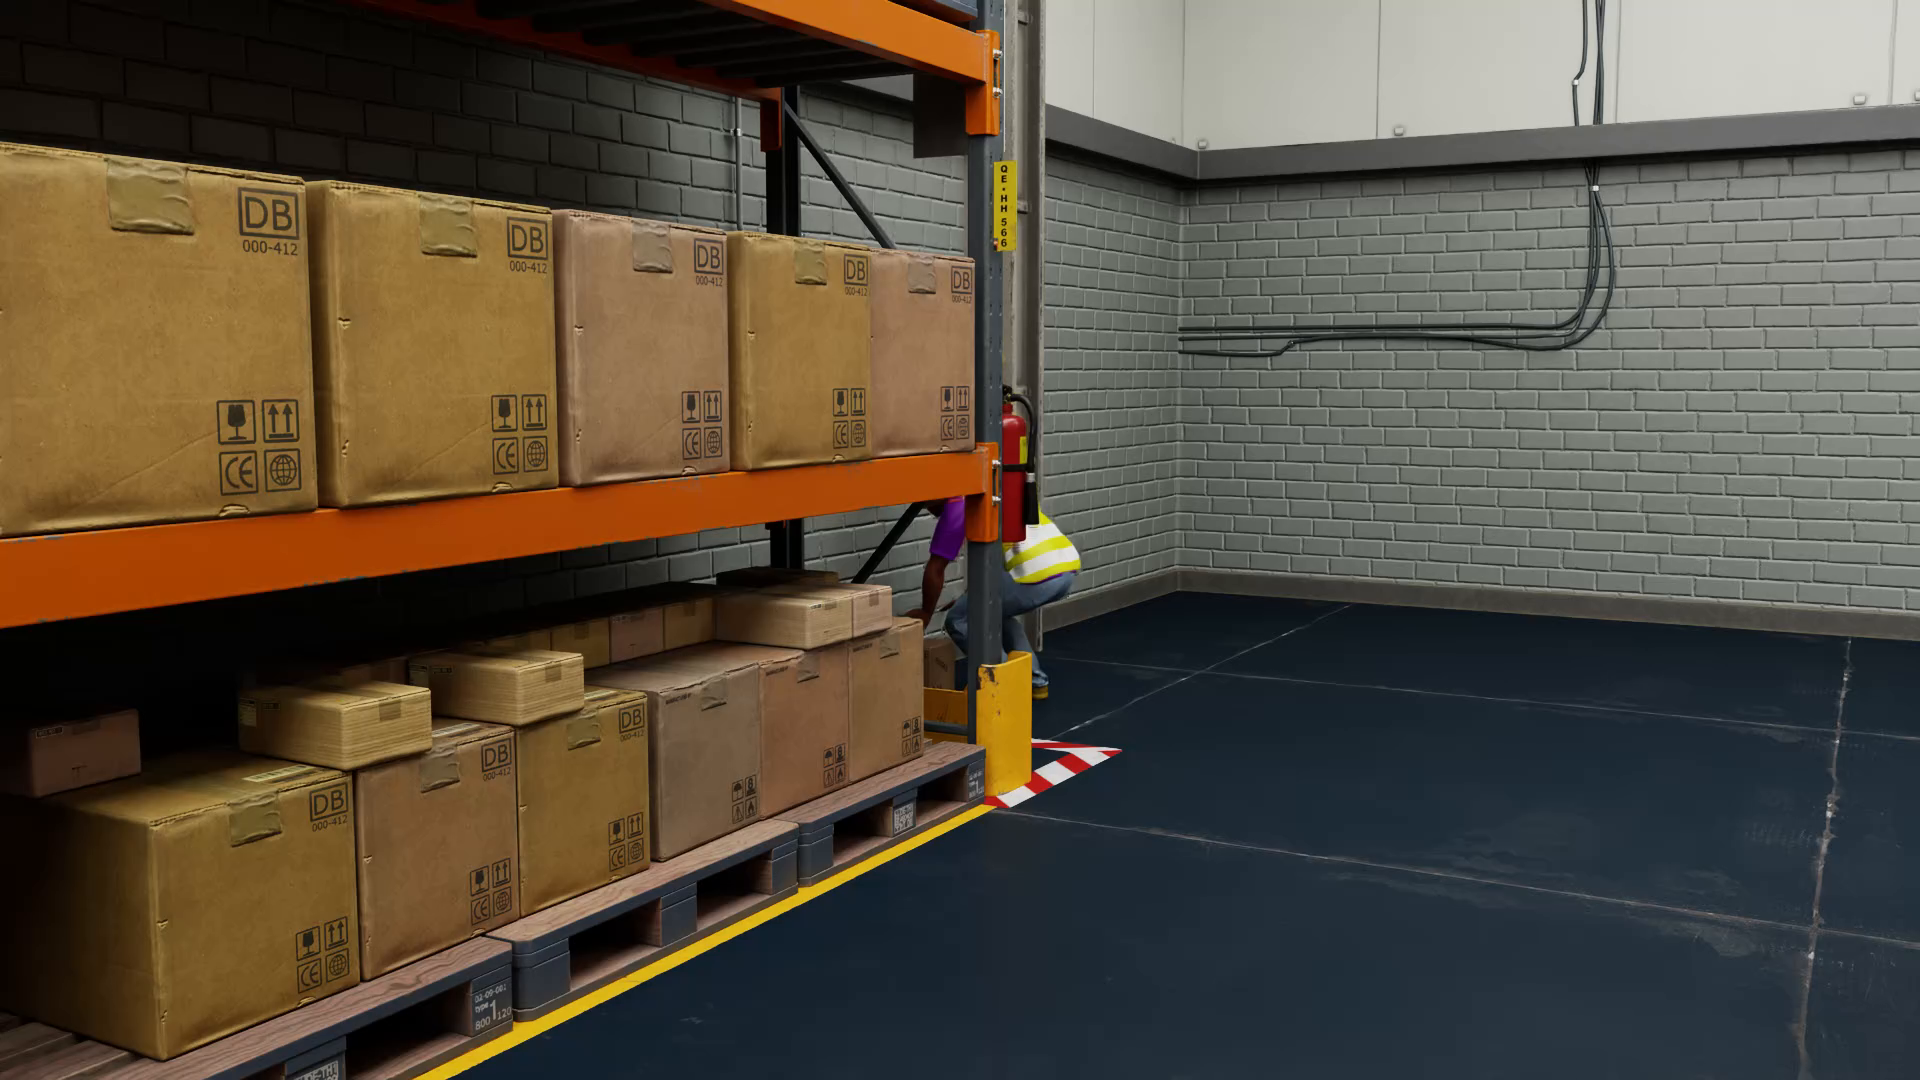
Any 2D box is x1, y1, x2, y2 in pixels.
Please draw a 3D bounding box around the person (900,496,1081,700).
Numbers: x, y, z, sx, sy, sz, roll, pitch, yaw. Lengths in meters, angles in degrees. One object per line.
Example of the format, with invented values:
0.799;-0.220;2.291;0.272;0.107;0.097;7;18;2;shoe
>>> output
0.134;0.188;7.997;0.847;1.196;0.619;3;7;28;person
